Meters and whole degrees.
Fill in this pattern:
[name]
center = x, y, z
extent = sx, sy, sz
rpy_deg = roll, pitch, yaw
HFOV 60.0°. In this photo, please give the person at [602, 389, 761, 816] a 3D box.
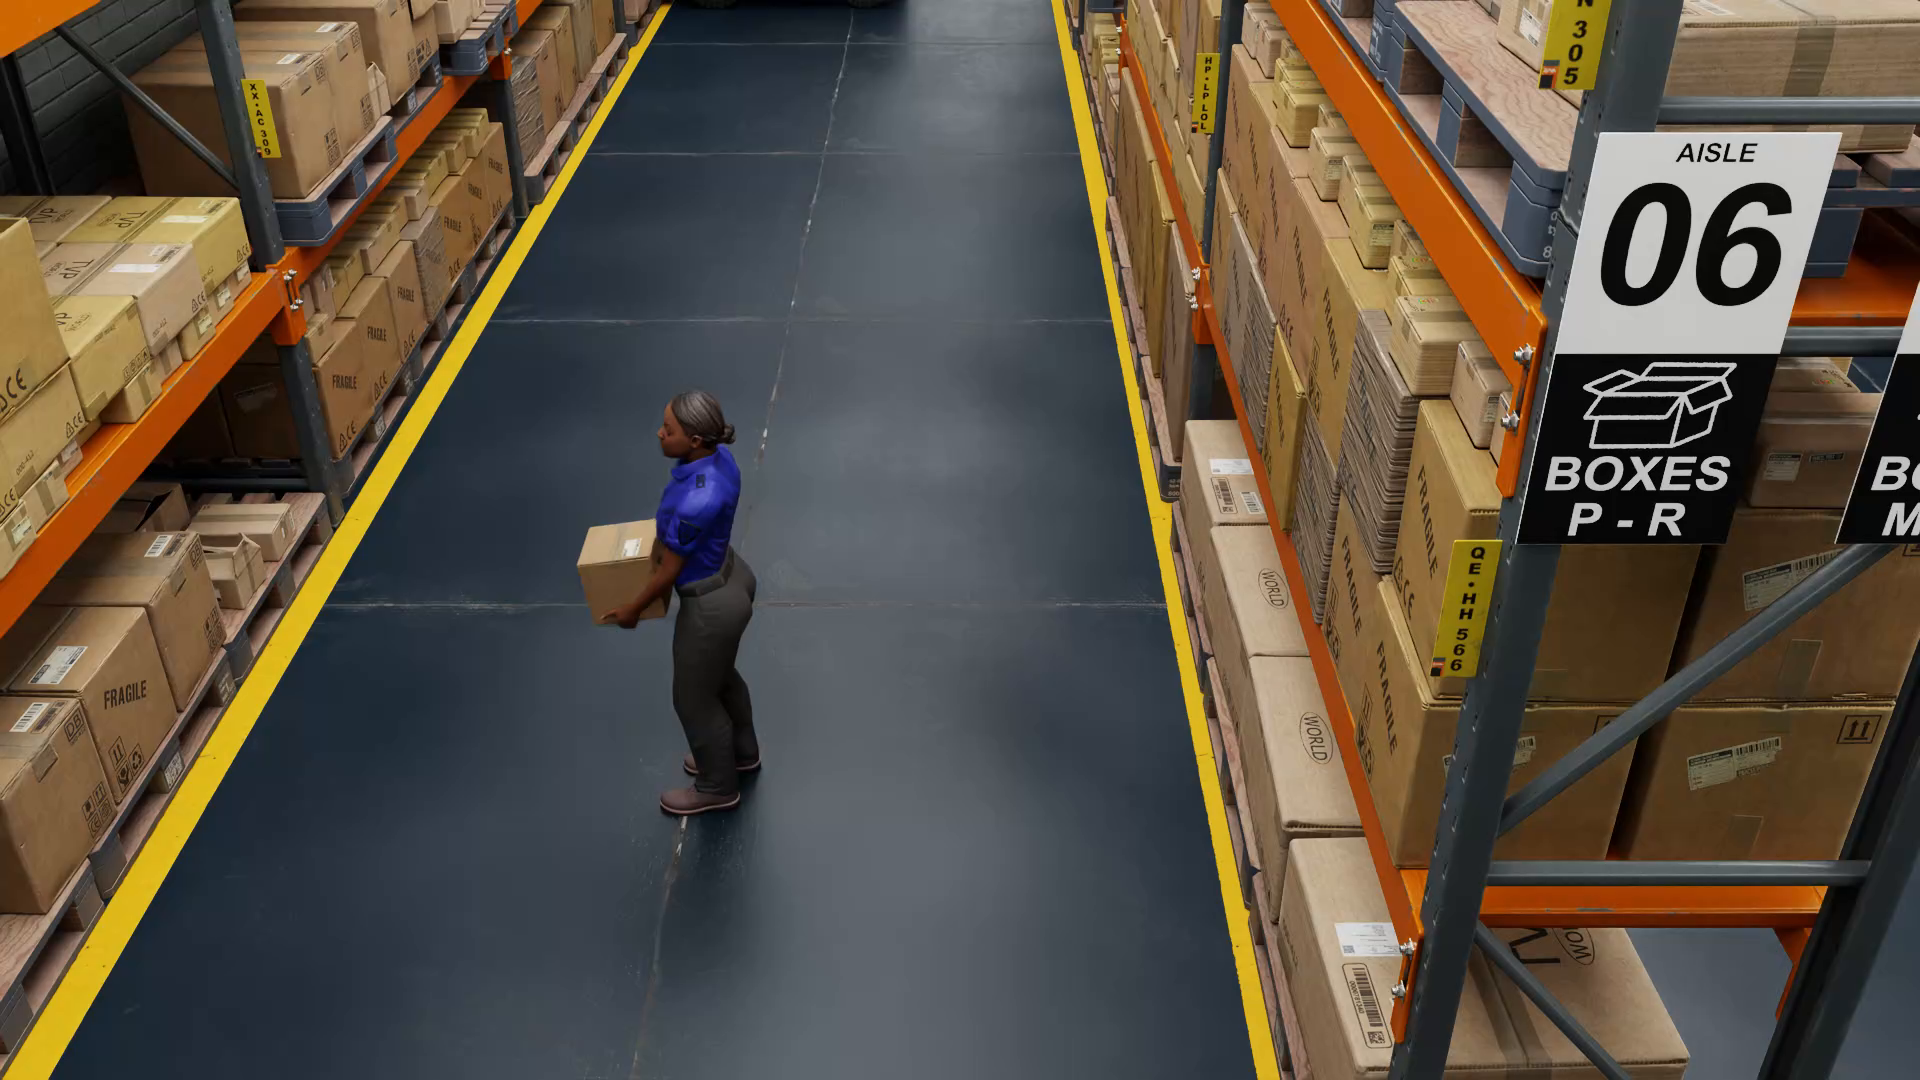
[person]
center = -0.967, 0.234, 5.783
extent = 0.505, 1.644, 0.423
rpy_deg = -1, 32, -1
